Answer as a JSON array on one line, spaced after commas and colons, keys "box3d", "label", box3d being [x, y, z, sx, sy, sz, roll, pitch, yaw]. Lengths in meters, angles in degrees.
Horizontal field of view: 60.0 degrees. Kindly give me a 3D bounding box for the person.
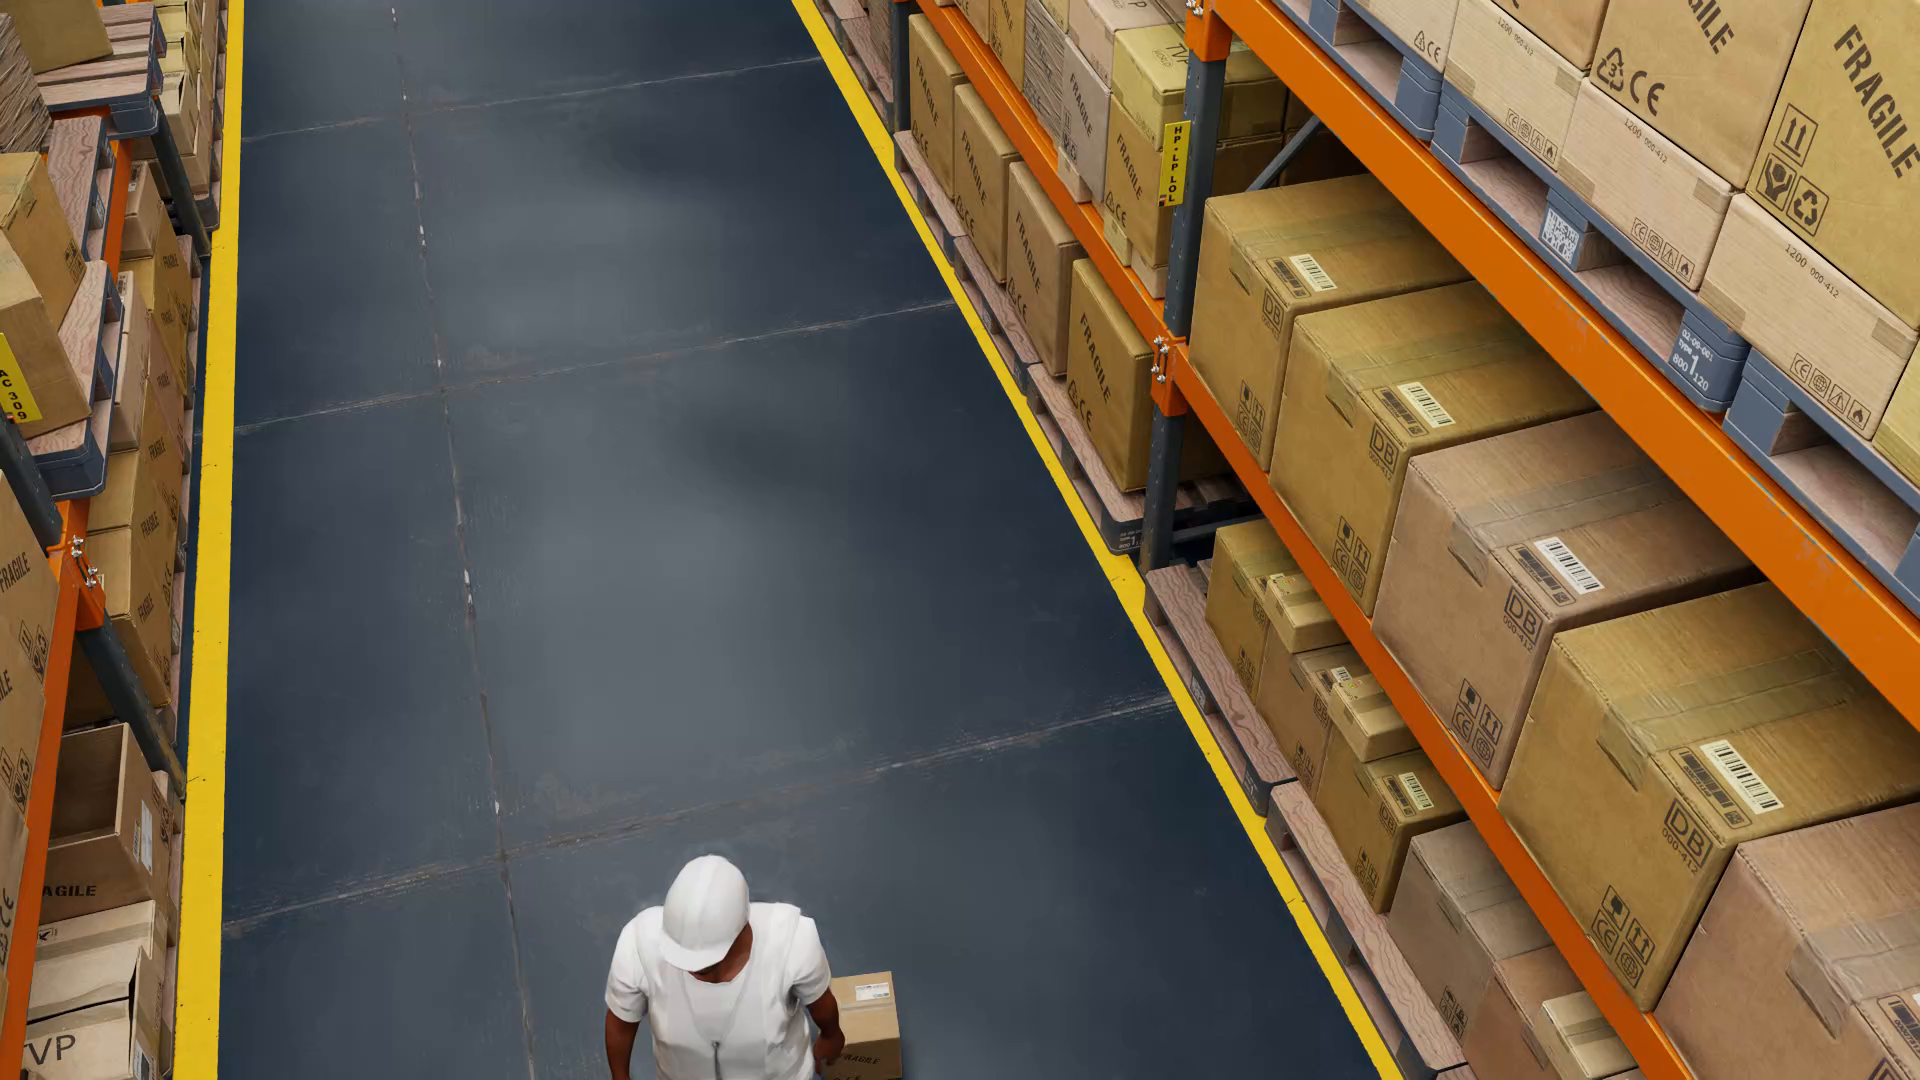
[{"box3d": [-0.647, 1.422, 4.569, 0.627, 1.730, 1.014, 2, 42, 2], "label": "person"}]
